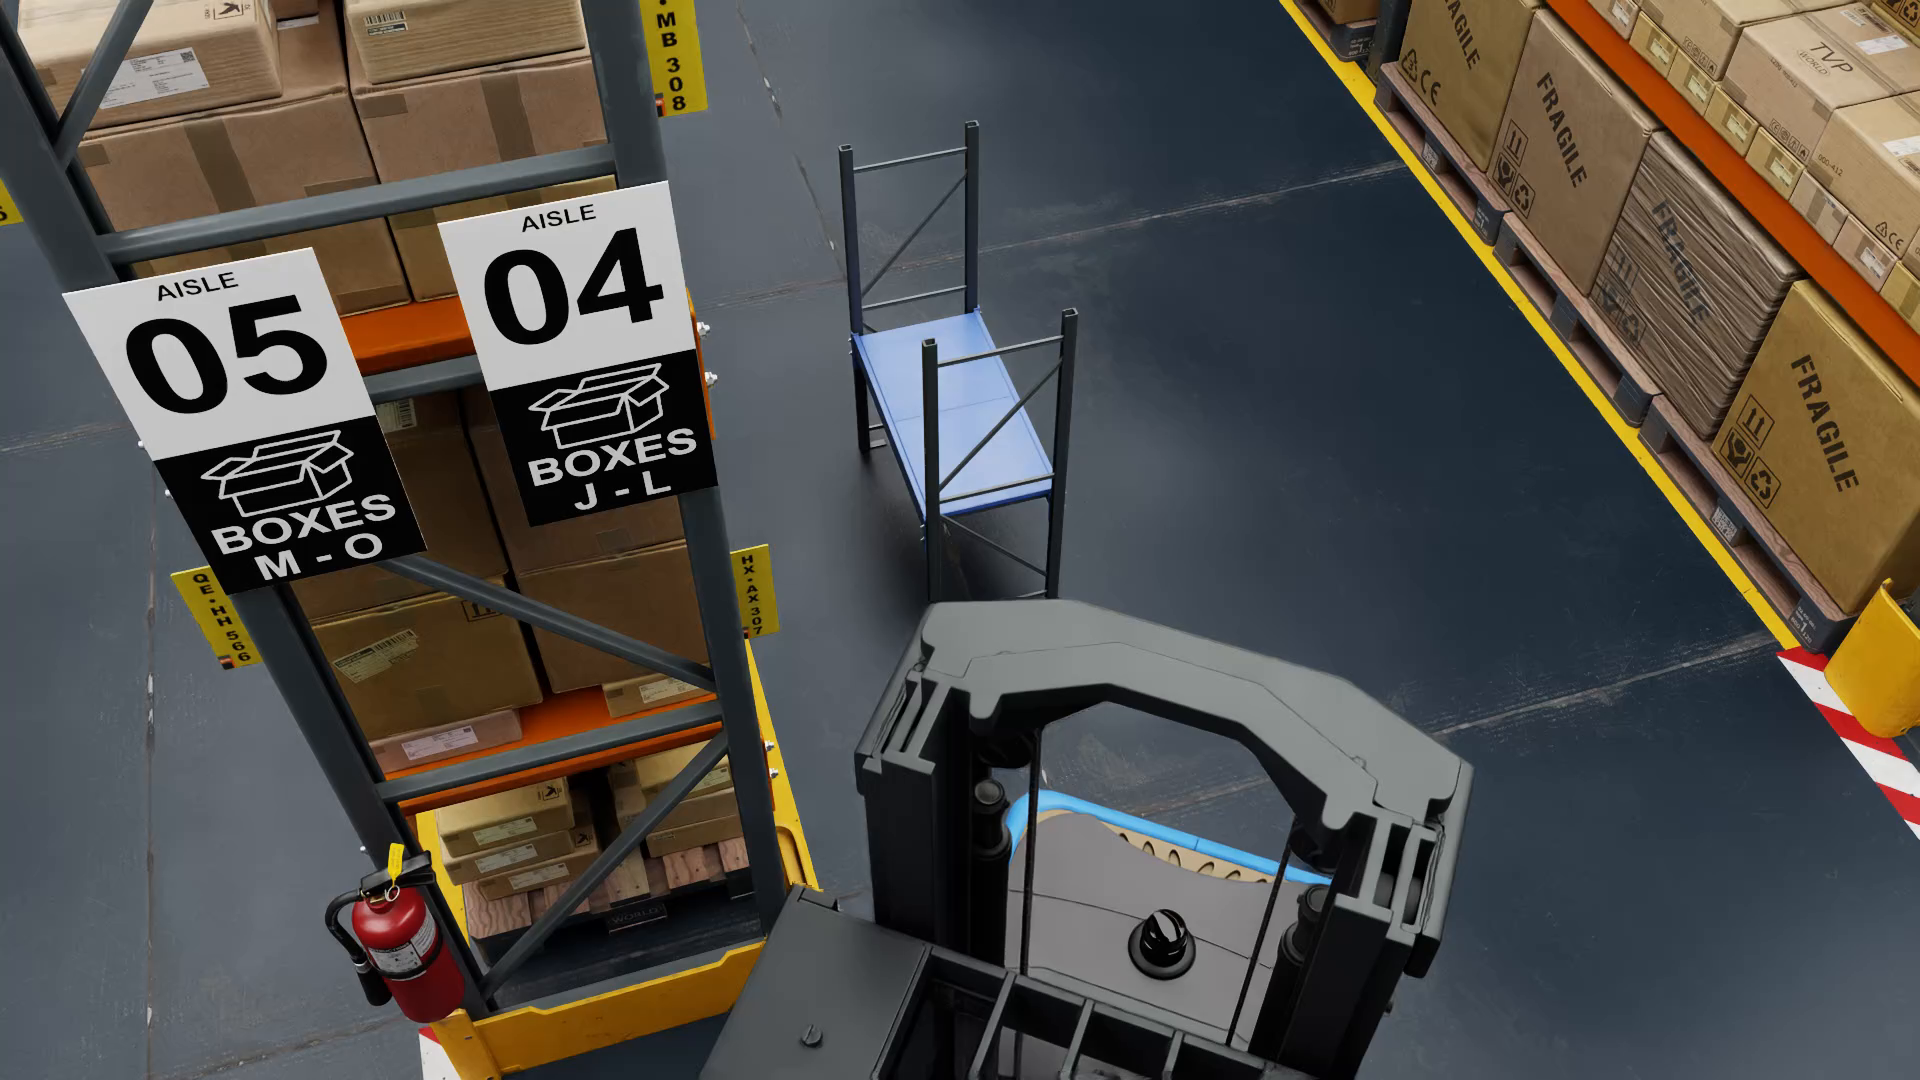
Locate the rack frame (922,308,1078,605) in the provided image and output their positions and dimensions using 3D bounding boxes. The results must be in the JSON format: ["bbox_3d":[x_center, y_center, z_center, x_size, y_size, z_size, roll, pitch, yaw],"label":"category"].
[{"bbox_3d":[0.125,-0.174,5.706,0.500,1.500,0.032,-13,51,-11],"label":"rack frame"}]

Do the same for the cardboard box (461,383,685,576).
[{"bbox_3d":[-0.883,-0.310,3.926,0.500,0.500,0.500,-14,51,-11],"label":"cardboard box"}]

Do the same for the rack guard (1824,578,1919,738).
[{"bbox_3d":[3.772,0.303,5.957,1.175,0.500,0.348,-13,51,-11],"label":"rack guard"}]

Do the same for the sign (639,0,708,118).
[{"bbox_3d":[-0.485,-0.843,2.755,0.100,0.325,0.005,-13,51,-11],"label":"sign"}]

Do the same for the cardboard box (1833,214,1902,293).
[{"bbox_3d":[3.193,-0.998,5.584,0.380,0.149,0.250,-13,51,-11],"label":"cardboard box"}]

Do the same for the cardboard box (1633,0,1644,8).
[{"bbox_3d":[2.771,-2.345,6.458,0.500,0.250,0.500,-12,51,-10],"label":"cardboard box"}]

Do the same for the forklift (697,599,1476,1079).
[{"bbox_3d":[0.119,1.604,3.271,1.130,2.935,3.031,16,52,13],"label":"forklift"}]

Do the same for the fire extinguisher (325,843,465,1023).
[{"bbox_3d":[-1.370,0.961,4.062,0.296,0.674,0.183,-13,51,-11],"label":"fire extinguisher"}]

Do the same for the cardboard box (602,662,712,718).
[{"bbox_3d":[-0.786,0.298,4.491,0.380,0.149,0.250,-14,51,-11],"label":"cardboard box"}]

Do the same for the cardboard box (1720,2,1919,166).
[{"bbox_3d":[3.067,-1.604,5.833,0.500,0.250,0.500,-15,51,-12],"label":"cardboard box"}]

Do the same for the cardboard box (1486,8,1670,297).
[{"bbox_3d":[2.966,-1.734,7.155,0.875,0.875,0.875,-13,51,-11],"label":"cardboard box"}]

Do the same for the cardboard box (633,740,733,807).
[{"bbox_3d":[-0.834,0.660,5.222,0.380,0.149,0.250,-15,52,-13],"label":"cardboard box"}]

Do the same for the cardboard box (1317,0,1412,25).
[{"bbox_3d":[2.373,-3.355,8.521,1.225,0.875,0.875,-13,51,-11],"label":"cardboard box"}]

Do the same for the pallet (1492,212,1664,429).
[{"bbox_3d":[3.096,-1.077,7.309,1.003,0.211,1.213,-13,51,-11],"label":"pallet"}]

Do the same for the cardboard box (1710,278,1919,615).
[{"bbox_3d":[3.499,-0.420,6.047,0.875,0.875,0.875,-13,51,-11],"label":"cardboard box"}]

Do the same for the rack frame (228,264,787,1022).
[{"bbox_3d":[-1.004,0.528,4.133,1.000,3.000,0.127,-13,51,-11],"label":"rack frame"}]

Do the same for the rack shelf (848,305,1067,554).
[{"bbox_3d":[-0.025,-0.430,6.156,0.538,0.185,1.000,-13,51,-11],"label":"rack shelf"}]

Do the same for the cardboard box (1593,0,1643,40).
[{"bbox_3d":[2.735,-2.122,6.531,0.380,0.149,0.250,-13,51,-11],"label":"cardboard box"}]

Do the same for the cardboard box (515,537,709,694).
[{"bbox_3d":[-0.872,0.009,4.310,0.500,0.500,0.500,-11,51,-9],"label":"cardboard box"}]

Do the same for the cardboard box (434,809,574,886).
[{"bbox_3d":[-1.432,0.895,5.219,0.380,0.149,0.250,-15,51,-12],"label":"cardboard box"}]

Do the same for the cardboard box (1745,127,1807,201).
[{"bbox_3d":[3.041,-1.370,5.897,0.380,0.149,0.250,-14,51,-12],"label":"cardboard box"}]

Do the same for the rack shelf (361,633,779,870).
[{"bbox_3d":[-1.595,-0.701,5.639,1.077,0.370,4.000,-13,51,-11],"label":"rack shelf"}]

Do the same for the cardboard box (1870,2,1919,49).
[{"bbox_3d":[3.575,-1.725,5.935,0.500,0.250,0.500,-15,51,-12],"label":"cardboard box"}]

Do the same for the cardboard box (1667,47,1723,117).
[{"bbox_3d":[2.893,-1.741,6.210,0.380,0.149,0.250,-12,51,-10],"label":"cardboard box"}]

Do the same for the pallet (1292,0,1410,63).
[{"bbox_3d":[2.281,-3.089,9.006,1.003,0.211,1.213,-13,51,-11],"label":"pallet"}]

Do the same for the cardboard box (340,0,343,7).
[{"bbox_3d":[-1.535,-1.204,3.402,0.500,0.250,0.500,-15,51,-12],"label":"cardboard box"}]

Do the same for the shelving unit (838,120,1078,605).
[{"bbox_3d":[-0.025,-0.546,6.019,0.538,1.500,1.048,-13,51,-11],"label":"shelving unit"}]

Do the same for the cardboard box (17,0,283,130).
[{"bbox_3d":[-1.383,-0.857,2.848,0.380,0.149,0.250,-14,51,-11],"label":"cardboard box"}]

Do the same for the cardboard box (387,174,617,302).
[{"bbox_3d":[-0.892,-0.776,3.368,0.500,0.250,0.500,-12,51,-10],"label":"cardboard box"}]

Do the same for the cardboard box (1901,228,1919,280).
[{"bbox_3d":[3.368,-0.861,5.207,0.500,0.250,0.500,-14,51,-12],"label":"cardboard box"}]

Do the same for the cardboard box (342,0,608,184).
[{"bbox_3d":[-0.888,-0.938,3.178,0.500,0.250,0.500,-13,51,-10],"label":"cardboard box"}]

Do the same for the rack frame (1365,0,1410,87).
[{"bbox_3d":[2.582,-3.441,7.479,1.000,3.000,0.127,-13,51,-11],"label":"rack frame"}]

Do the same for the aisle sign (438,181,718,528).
[{"bbox_3d":[-0.695,-0.325,3.151,0.394,0.787,0.004,-13,51,-11],"label":"aisle sign"}]

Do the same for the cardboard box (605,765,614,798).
[{"bbox_3d":[-1.008,0.684,5.591,0.380,0.149,0.250,-13,51,-11],"label":"cardboard box"}]

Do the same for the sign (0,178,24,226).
[{"bbox_3d":[-1.540,-0.613,2.554,0.100,0.325,0.005,-13,51,-11],"label":"sign"}]
